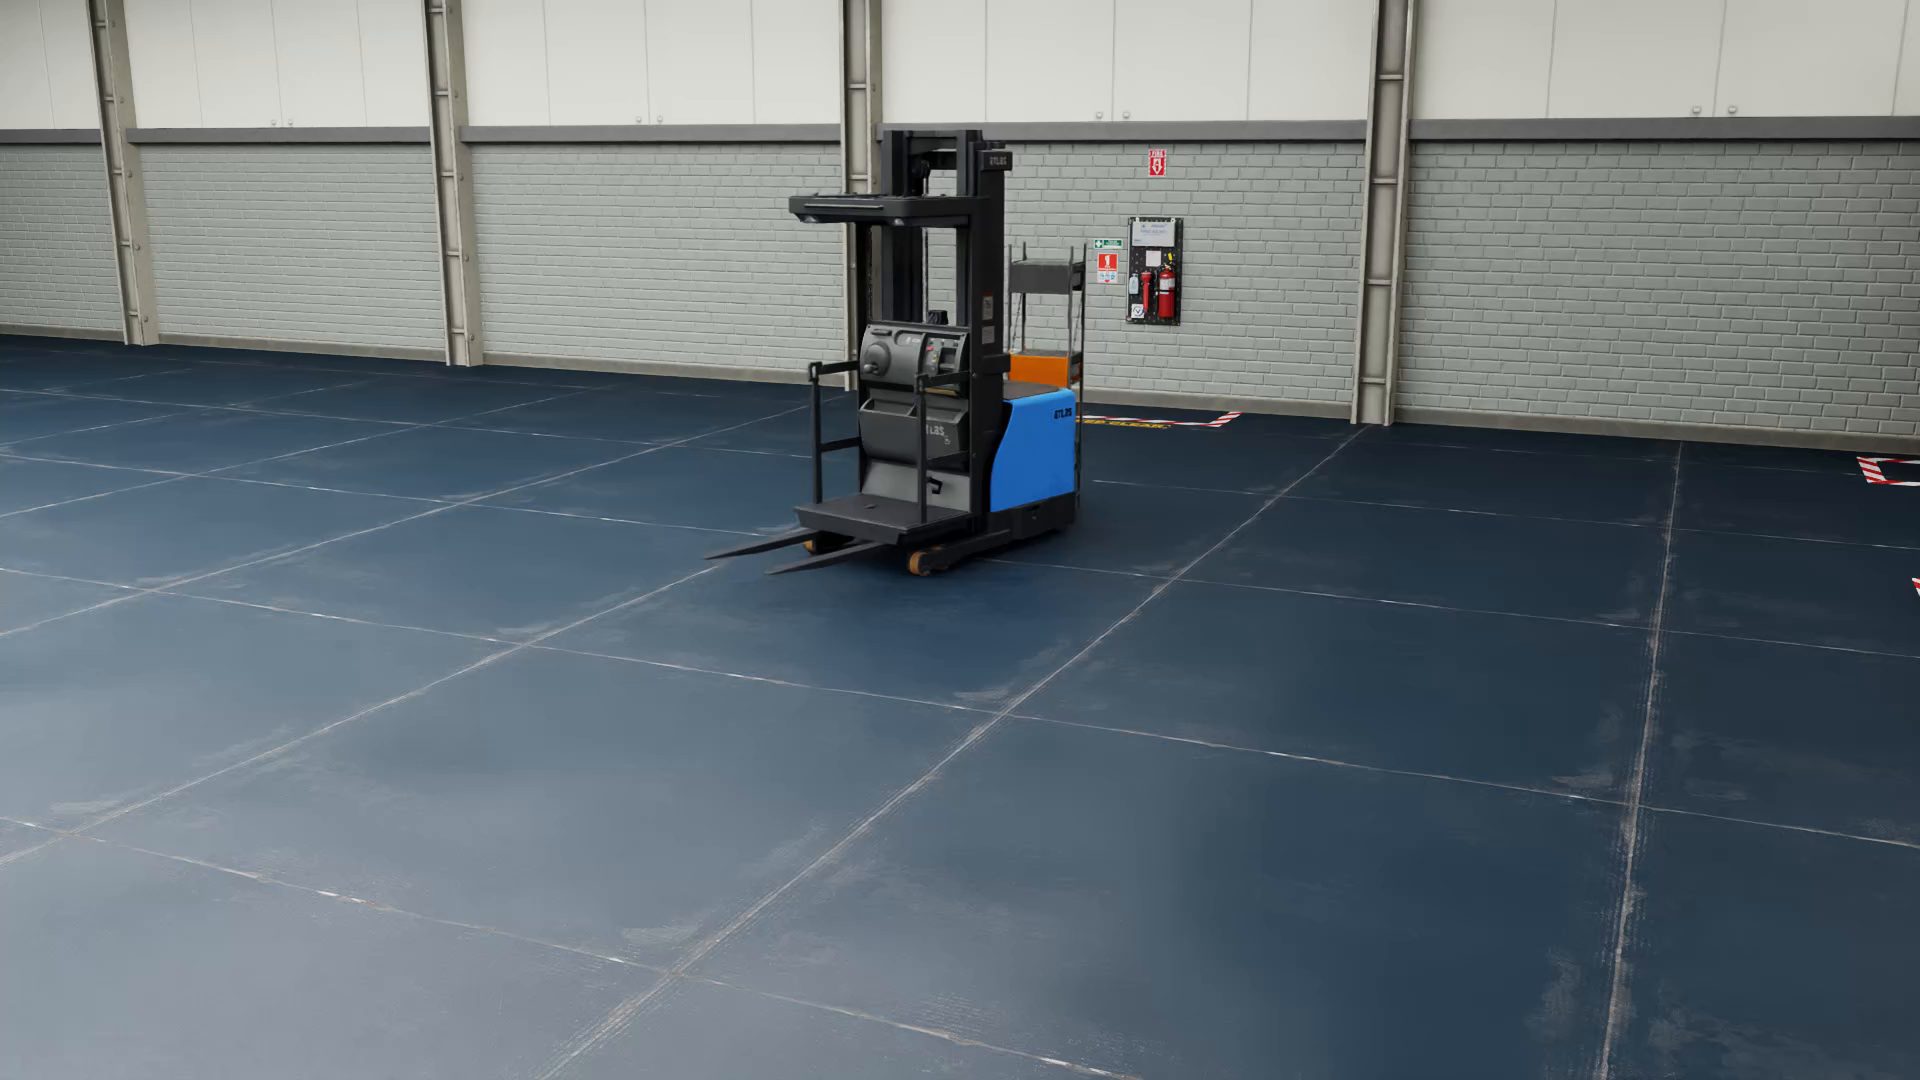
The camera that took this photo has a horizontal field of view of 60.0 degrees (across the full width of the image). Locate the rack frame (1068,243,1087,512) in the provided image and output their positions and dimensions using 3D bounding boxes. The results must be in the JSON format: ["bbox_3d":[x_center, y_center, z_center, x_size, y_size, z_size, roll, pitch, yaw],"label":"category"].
[{"bbox_3d":[0.894,-1.220,12.857,0.015,2.100,0.400,5,14,19],"label":"rack frame"}]

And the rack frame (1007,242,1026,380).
[{"bbox_3d":[0.435,-1.261,13.018,0.015,2.100,0.400,5,14,19],"label":"rack frame"}]

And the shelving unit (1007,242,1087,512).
[{"bbox_3d":[0.664,-1.240,12.937,0.503,2.100,0.431,5,14,19],"label":"shelving unit"}]

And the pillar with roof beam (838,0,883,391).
[{"bbox_3d":[-2.880,-5.277,15.046,0.400,9.000,9.100,6,14,23],"label":"pillar with roof beam"}]

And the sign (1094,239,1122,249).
[{"bbox_3d":[1.643,-3.283,18.441,0.331,0.109,0.001,6,14,23],"label":"sign"}]

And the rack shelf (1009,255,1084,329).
[{"bbox_3d":[0.668,-1.908,12.779,0.480,0.518,0.431,5,14,19],"label":"rack shelf"}]

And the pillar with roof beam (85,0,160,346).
[{"bbox_3d":[-13.851,-6.388,19.778,0.400,9.000,9.100,6,14,23],"label":"pillar with roof beam"}]

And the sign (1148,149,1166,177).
[{"bbox_3d":[2.139,-4.087,18.033,0.199,0.298,0.001,6,14,23],"label":"sign"}]

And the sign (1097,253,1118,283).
[{"bbox_3d":[1.642,-3.027,18.512,0.234,0.329,0.001,6,14,23],"label":"sign"}]

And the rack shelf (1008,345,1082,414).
[{"bbox_3d":[0.664,-1.227,12.941,0.480,0.518,0.431,5,14,19],"label":"rack shelf"}]

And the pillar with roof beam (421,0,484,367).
[{"bbox_3d":[-8.365,-5.832,17.412,0.400,9.000,9.100,6,14,23],"label":"pillar with roof beam"}]

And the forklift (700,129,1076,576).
[{"bbox_3d":[-0.462,-1.313,11.433,1.130,2.935,3.031,11,17,39],"label":"forklift"}]

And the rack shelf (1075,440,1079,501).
[{"bbox_3d":[0.660,-0.546,13.102,0.480,0.518,0.431,5,14,19],"label":"rack shelf"}]

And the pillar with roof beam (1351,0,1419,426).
[{"bbox_3d":[2.606,-4.722,12.680,0.400,9.000,9.100,6,14,23],"label":"pillar with roof beam"}]

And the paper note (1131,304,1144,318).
[{"bbox_3d":[1.972,-2.539,18.438,0.142,0.148,0.016,6,14,23],"label":"paper note"}]

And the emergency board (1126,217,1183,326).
[{"bbox_3d":[2.106,-2.937,18.206,0.643,1.169,0.194,6,14,23],"label":"emergency board"}]
